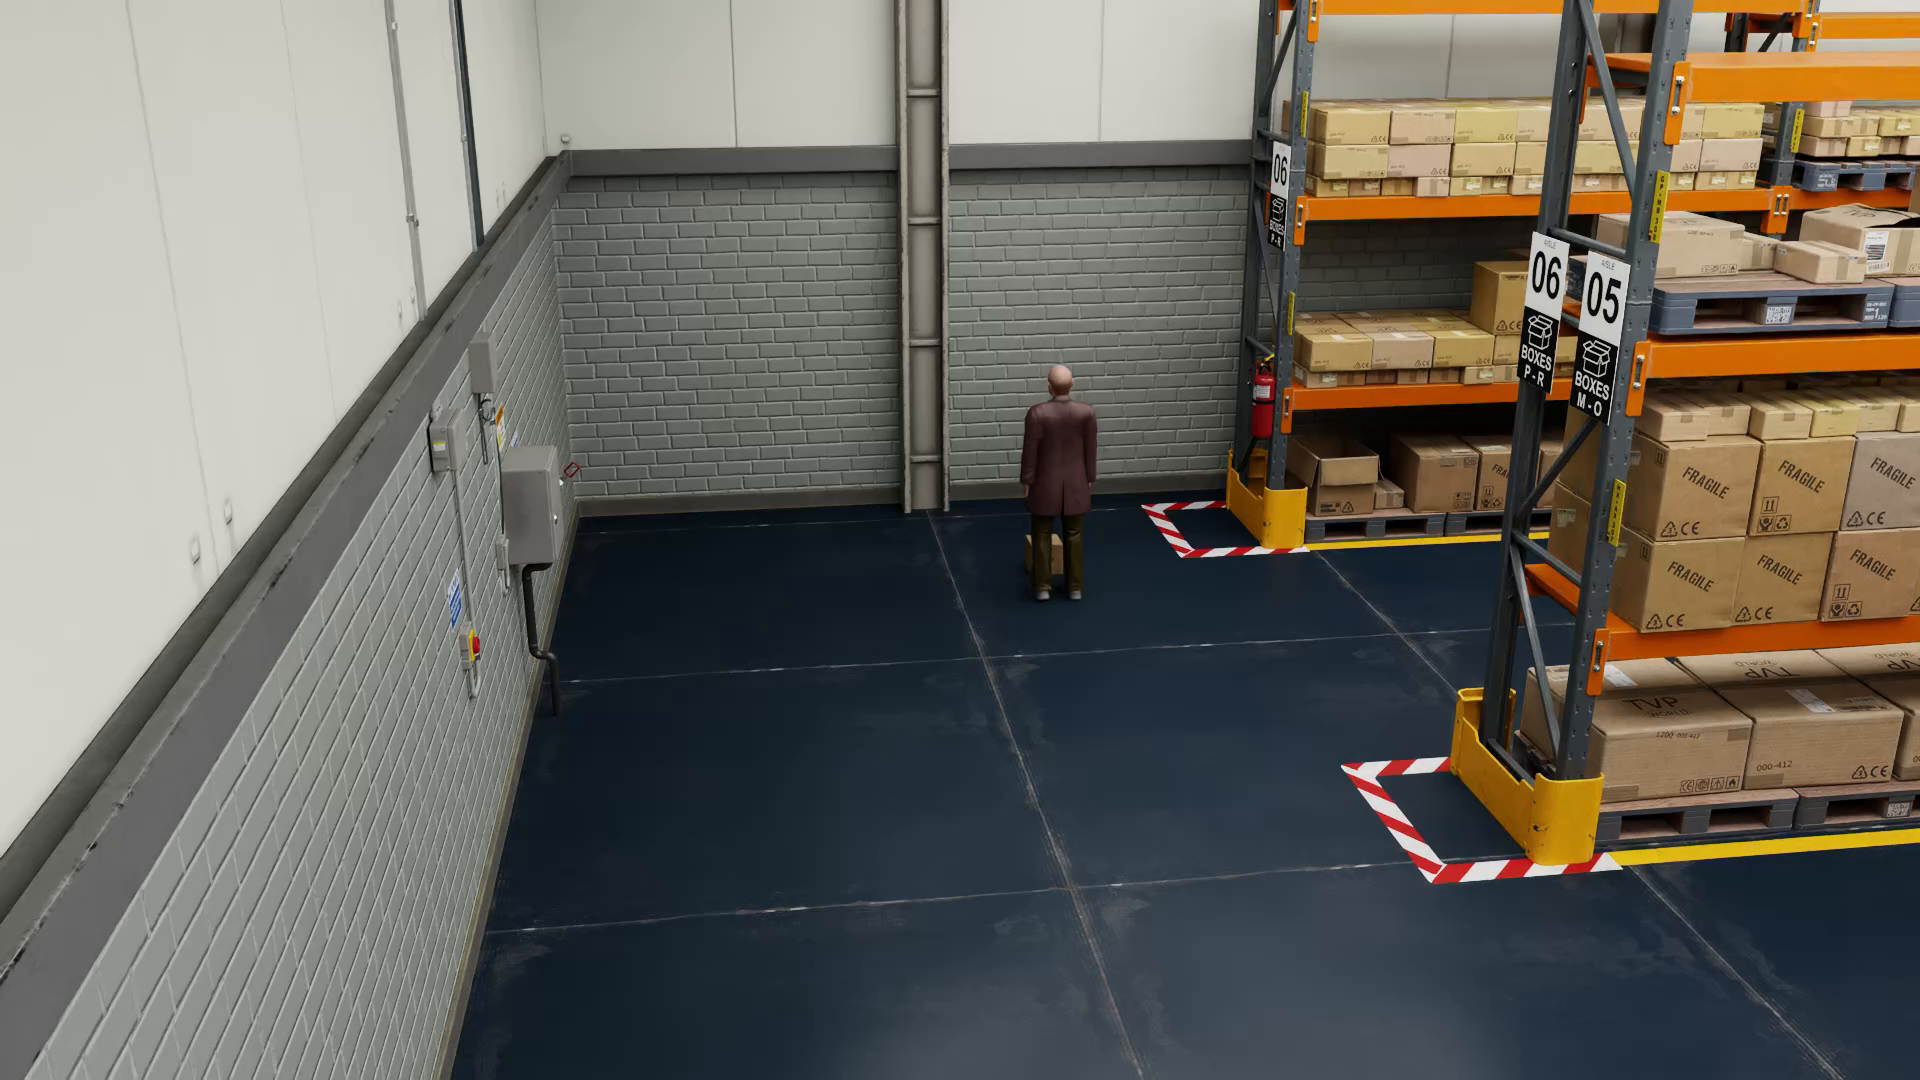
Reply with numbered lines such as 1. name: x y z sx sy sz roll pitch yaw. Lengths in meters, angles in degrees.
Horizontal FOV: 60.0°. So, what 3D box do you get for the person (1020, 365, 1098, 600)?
1. person: 0.720 -0.419 12.302 0.568 1.802 0.380 -2 20 -7
